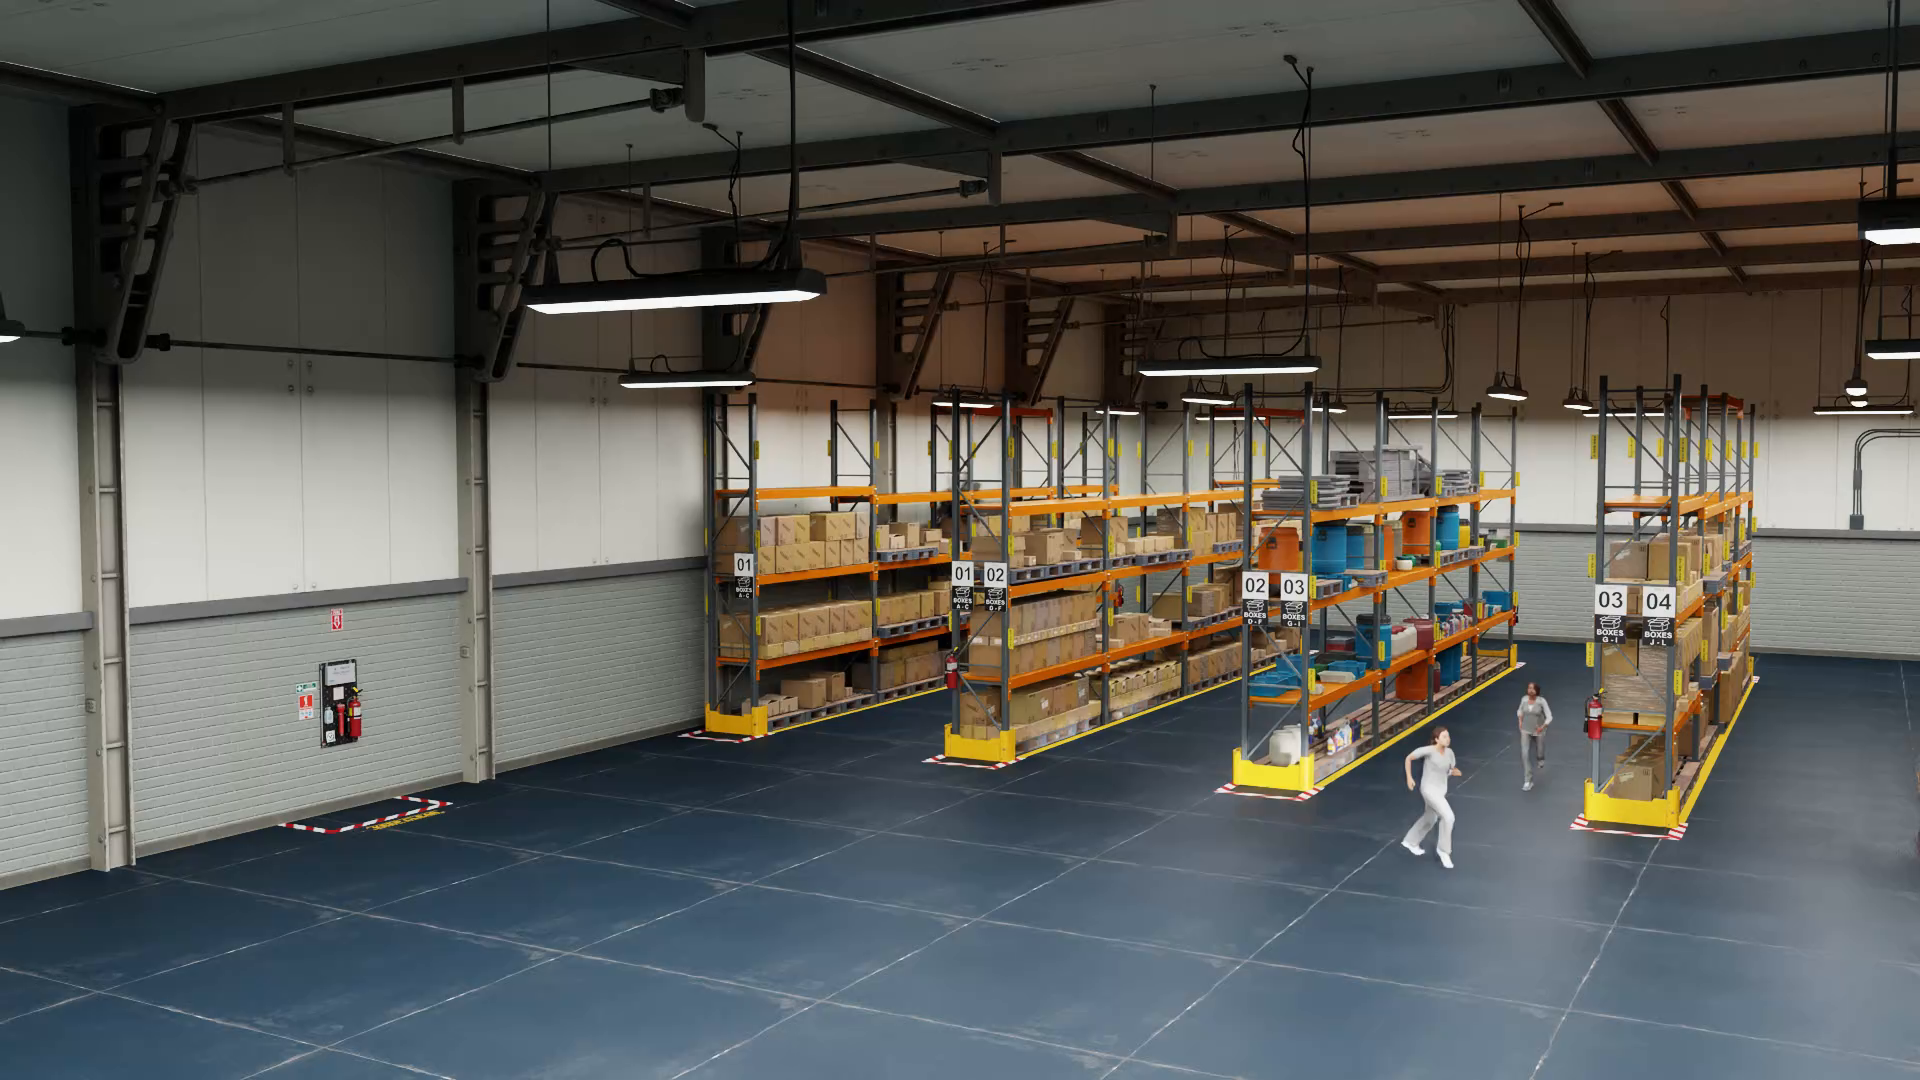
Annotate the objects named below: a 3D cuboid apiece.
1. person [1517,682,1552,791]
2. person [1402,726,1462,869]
[{"bbox_3d":[8.569,2.900,24.829,0.520,1.580,0.925,2,3,27],"label":"person"},{"bbox_3d":[5.708,3.084,20.148,0.586,1.690,0.831,-2,4,-33],"label":"person"}]
